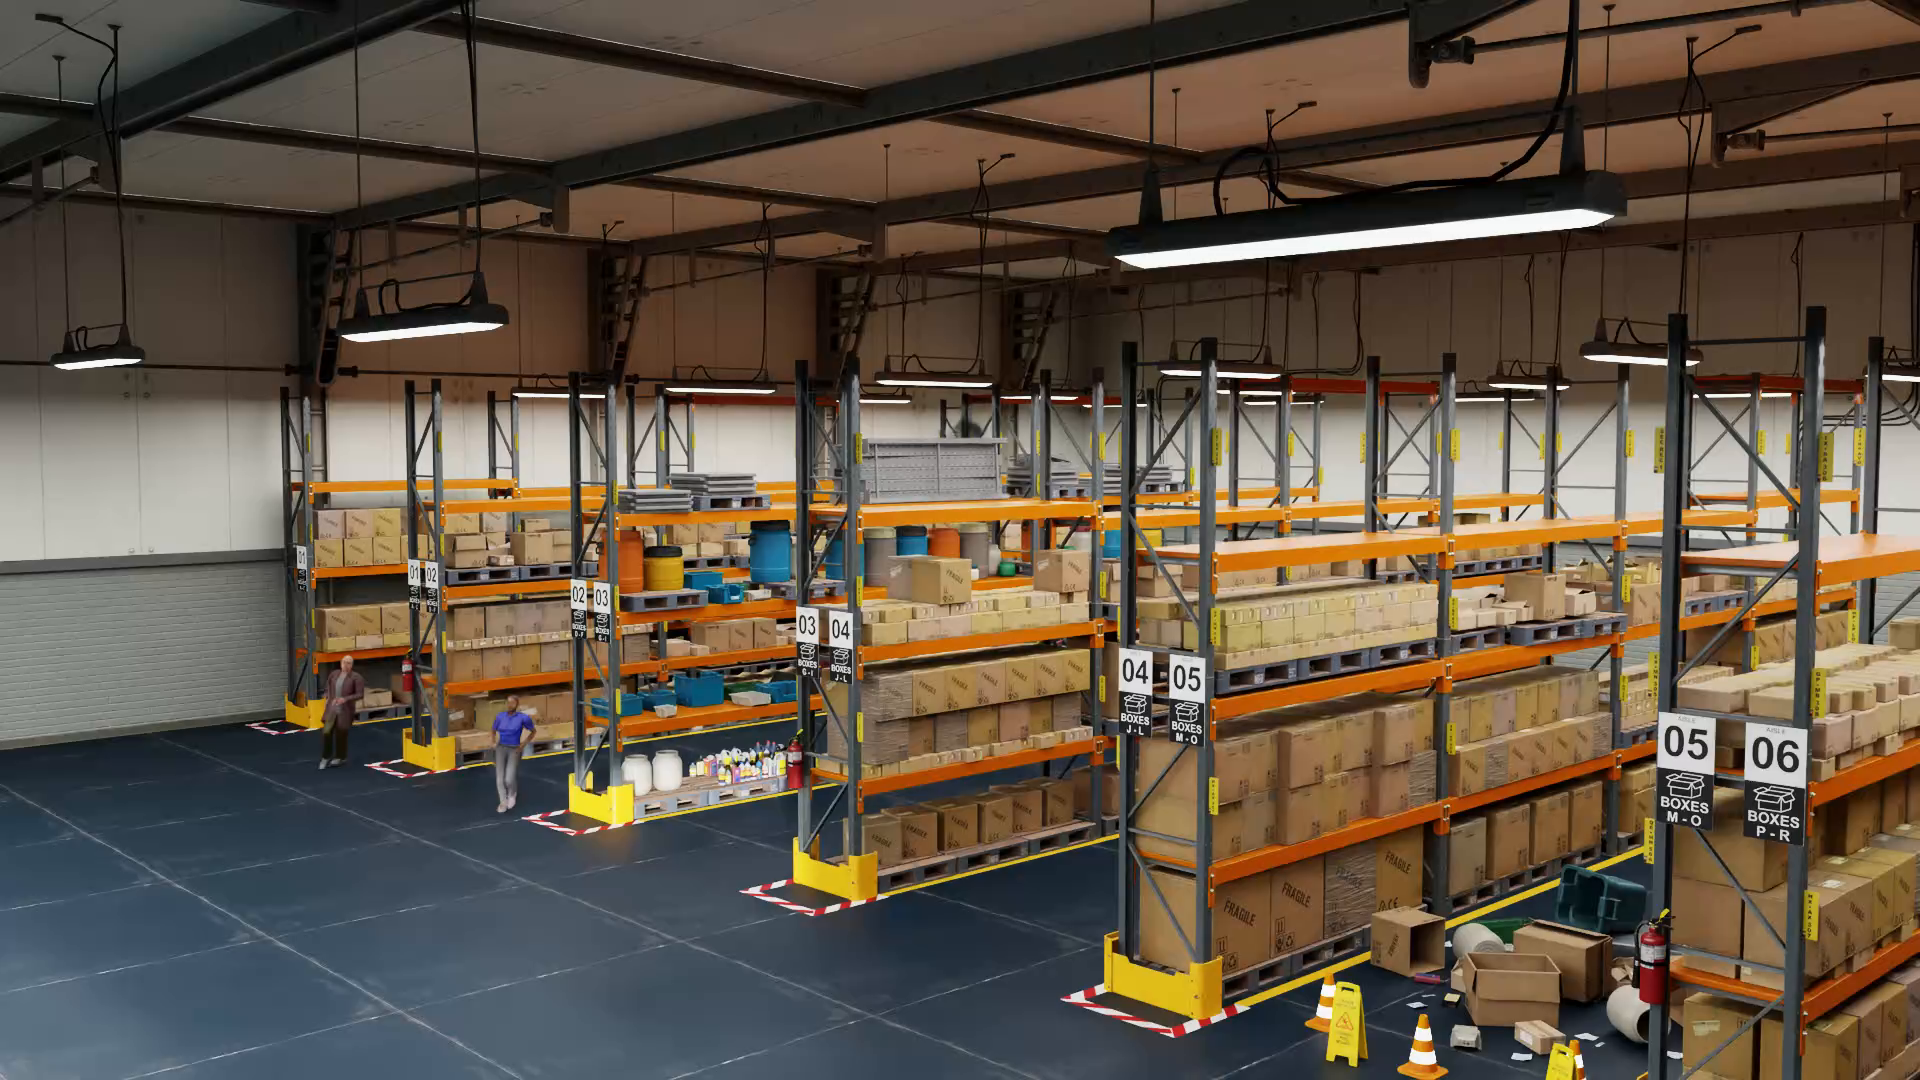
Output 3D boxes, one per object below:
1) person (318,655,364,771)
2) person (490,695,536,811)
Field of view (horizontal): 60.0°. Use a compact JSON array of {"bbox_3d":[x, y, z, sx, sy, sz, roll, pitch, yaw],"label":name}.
[{"bbox_3d":[-9.534,2.661,25.669,0.687,1.774,0.717,0,4,-1],"label":"person"},{"bbox_3d":[-6.129,2.914,22.663,0.593,1.606,0.568,0,4,4],"label":"person"}]
